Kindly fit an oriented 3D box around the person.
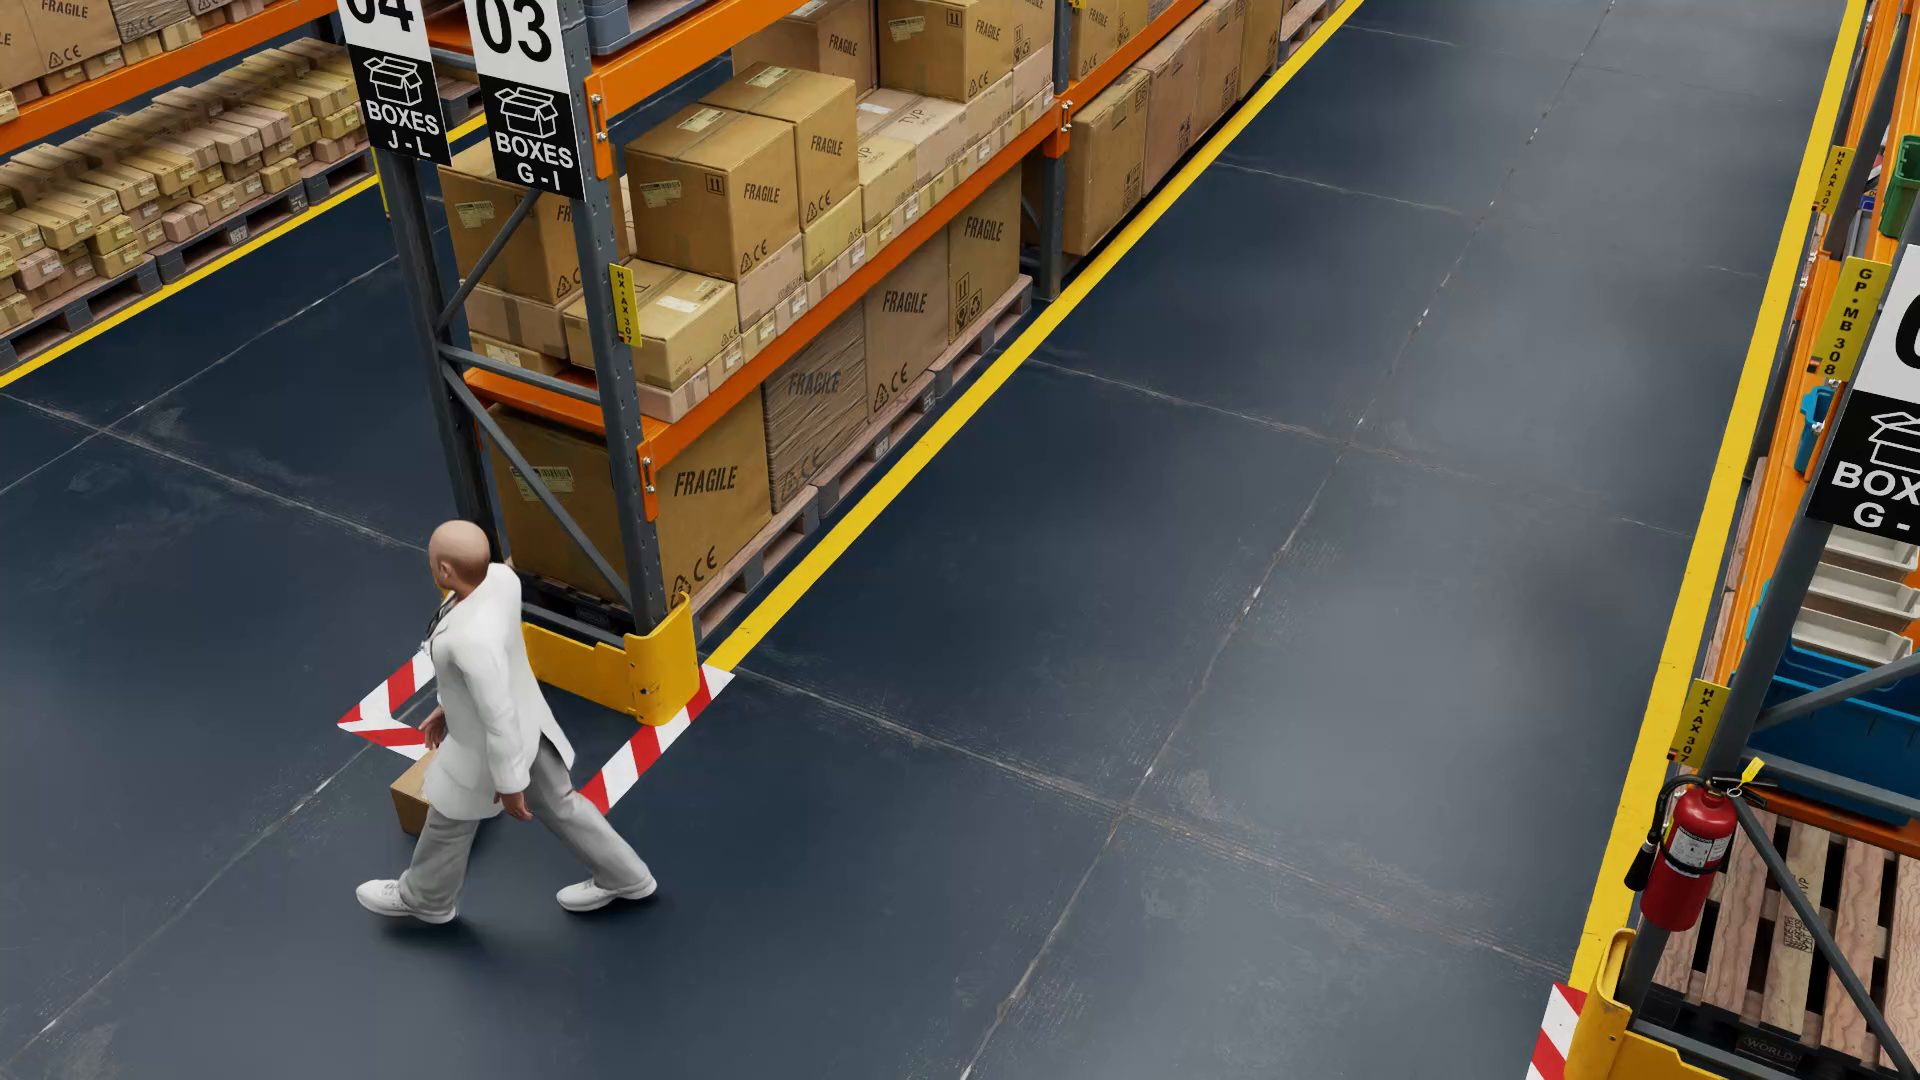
[{"bbox_3d":[-1.715,0.681,5.878,1.109,1.711,0.618,2,37,2],"label":"person"}]
